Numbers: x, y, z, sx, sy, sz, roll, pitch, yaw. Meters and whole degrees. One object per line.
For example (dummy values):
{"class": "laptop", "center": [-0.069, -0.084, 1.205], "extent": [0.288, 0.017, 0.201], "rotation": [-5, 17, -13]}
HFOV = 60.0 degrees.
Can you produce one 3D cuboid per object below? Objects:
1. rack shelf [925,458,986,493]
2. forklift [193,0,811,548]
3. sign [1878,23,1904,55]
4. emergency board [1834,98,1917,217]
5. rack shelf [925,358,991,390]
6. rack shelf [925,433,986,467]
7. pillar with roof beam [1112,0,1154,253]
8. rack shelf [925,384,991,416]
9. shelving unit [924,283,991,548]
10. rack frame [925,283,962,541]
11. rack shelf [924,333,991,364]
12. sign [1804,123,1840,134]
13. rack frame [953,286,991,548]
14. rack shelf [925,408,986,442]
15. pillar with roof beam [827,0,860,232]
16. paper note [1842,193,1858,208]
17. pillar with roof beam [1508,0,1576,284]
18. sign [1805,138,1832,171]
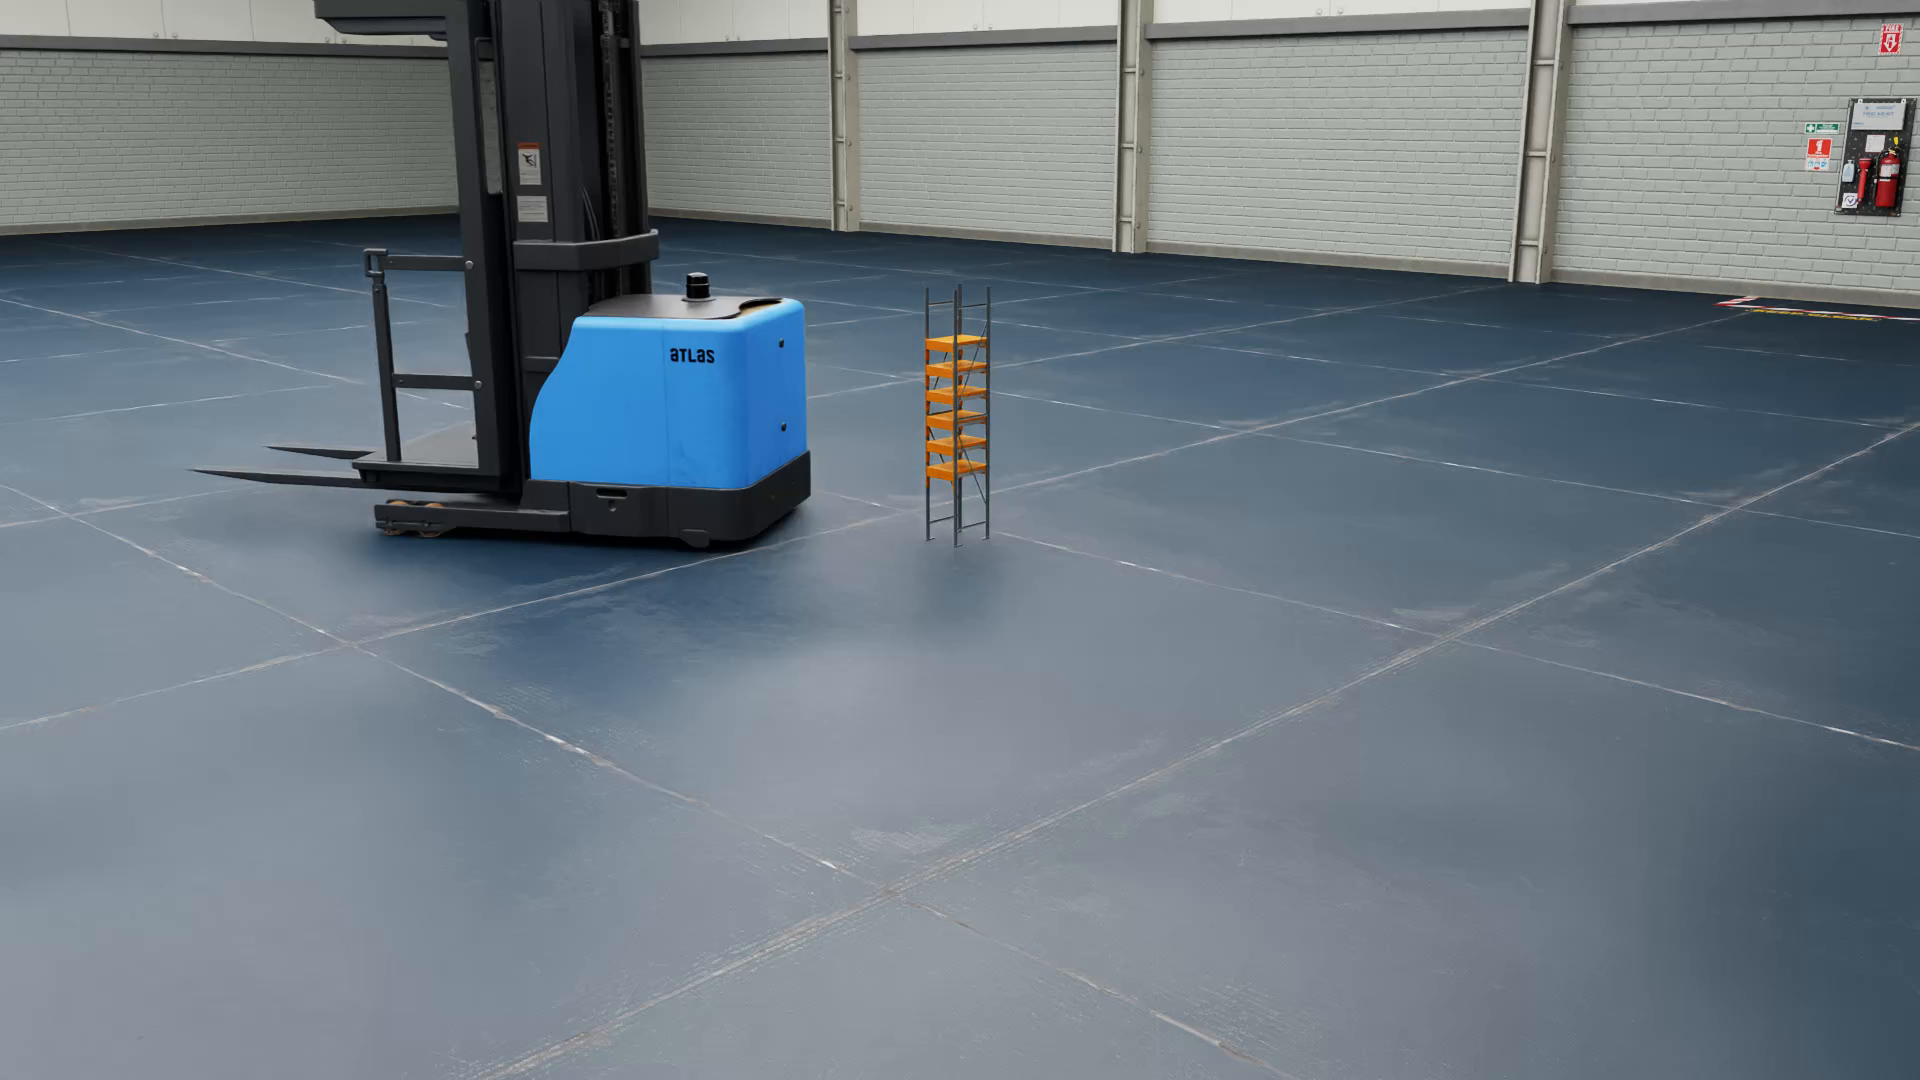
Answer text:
{"class": "rack shelf", "center": [-0.010, -0.308, 7.862], "extent": [0.180, 0.103, 0.258], "rotation": [14, 20, 42]}
{"class": "forklift", "center": [-2.336, -1.554, 8.084], "extent": [3.031, 2.935, 1.130], "rotation": [3, 15, 13]}
{"class": "sign", "center": [9.367, -5.041, 16.734], "extent": [0.199, 0.298, 0.001], "rotation": [14, 20, 42]}
{"class": "emergency board", "center": [9.304, -3.900, 16.952], "extent": [0.643, 1.169, 0.194], "rotation": [14, 20, 42]}
{"class": "rack shelf", "center": [-0.010, -0.772, 7.741], "extent": [0.180, 0.103, 0.258], "rotation": [14, 20, 42]}
{"class": "rack shelf", "center": [-0.010, -0.424, 7.832], "extent": [0.180, 0.103, 0.258], "rotation": [14, 20, 42]}
{"class": "pillar with roof beam", "center": [-0.570, -7.683, 19.570], "extent": [0.400, 9.000, 9.100], "rotation": [14, 20, 42]}
{"class": "rack shelf", "center": [-0.010, -0.656, 7.771], "extent": [0.180, 0.103, 0.258], "rotation": [14, 20, 42]}
{"class": "shelving unit", "center": [-0.010, -0.583, 7.791], "extent": [0.189, 1.200, 0.258], "rotation": [14, 20, 42]}
{"class": "rack frame", "center": [-0.076, -0.599, 7.852], "extent": [0.006, 1.200, 0.240], "rotation": [14, 20, 42]}
{"class": "rack shelf", "center": [-0.010, -0.889, 7.711], "extent": [0.180, 0.103, 0.258], "rotation": [14, 20, 42]}
{"class": "sign", "center": [8.975, -4.287, 17.314], "extent": [0.331, 0.109, 0.001], "rotation": [14, 20, 42]}
{"class": "rack frame", "center": [0.055, -0.567, 7.729], "extent": [0.006, 1.200, 0.240], "rotation": [14, 20, 42]}
{"class": "rack shelf", "center": [-0.010, -0.540, 7.802], "extent": [0.180, 0.103, 0.258], "rotation": [14, 20, 42]}
{"class": "pillar with roof beam", "center": [-4.889, -8.733, 23.600], "extent": [0.400, 9.000, 9.100], "rotation": [14, 20, 42]}
{"class": "paper note", "center": [9.225, -3.517, 17.230], "extent": [0.142, 0.148, 0.016], "rotation": [14, 20, 42]}
{"class": "pillar with roof beam", "center": [3.749, -6.633, 15.540], "extent": [0.400, 9.000, 9.100], "rotation": [14, 20, 42]}
{"class": "sign", "center": [8.978, -4.033, 17.390], "extent": [0.234, 0.329, 0.001], "rotation": [14, 20, 42]}
